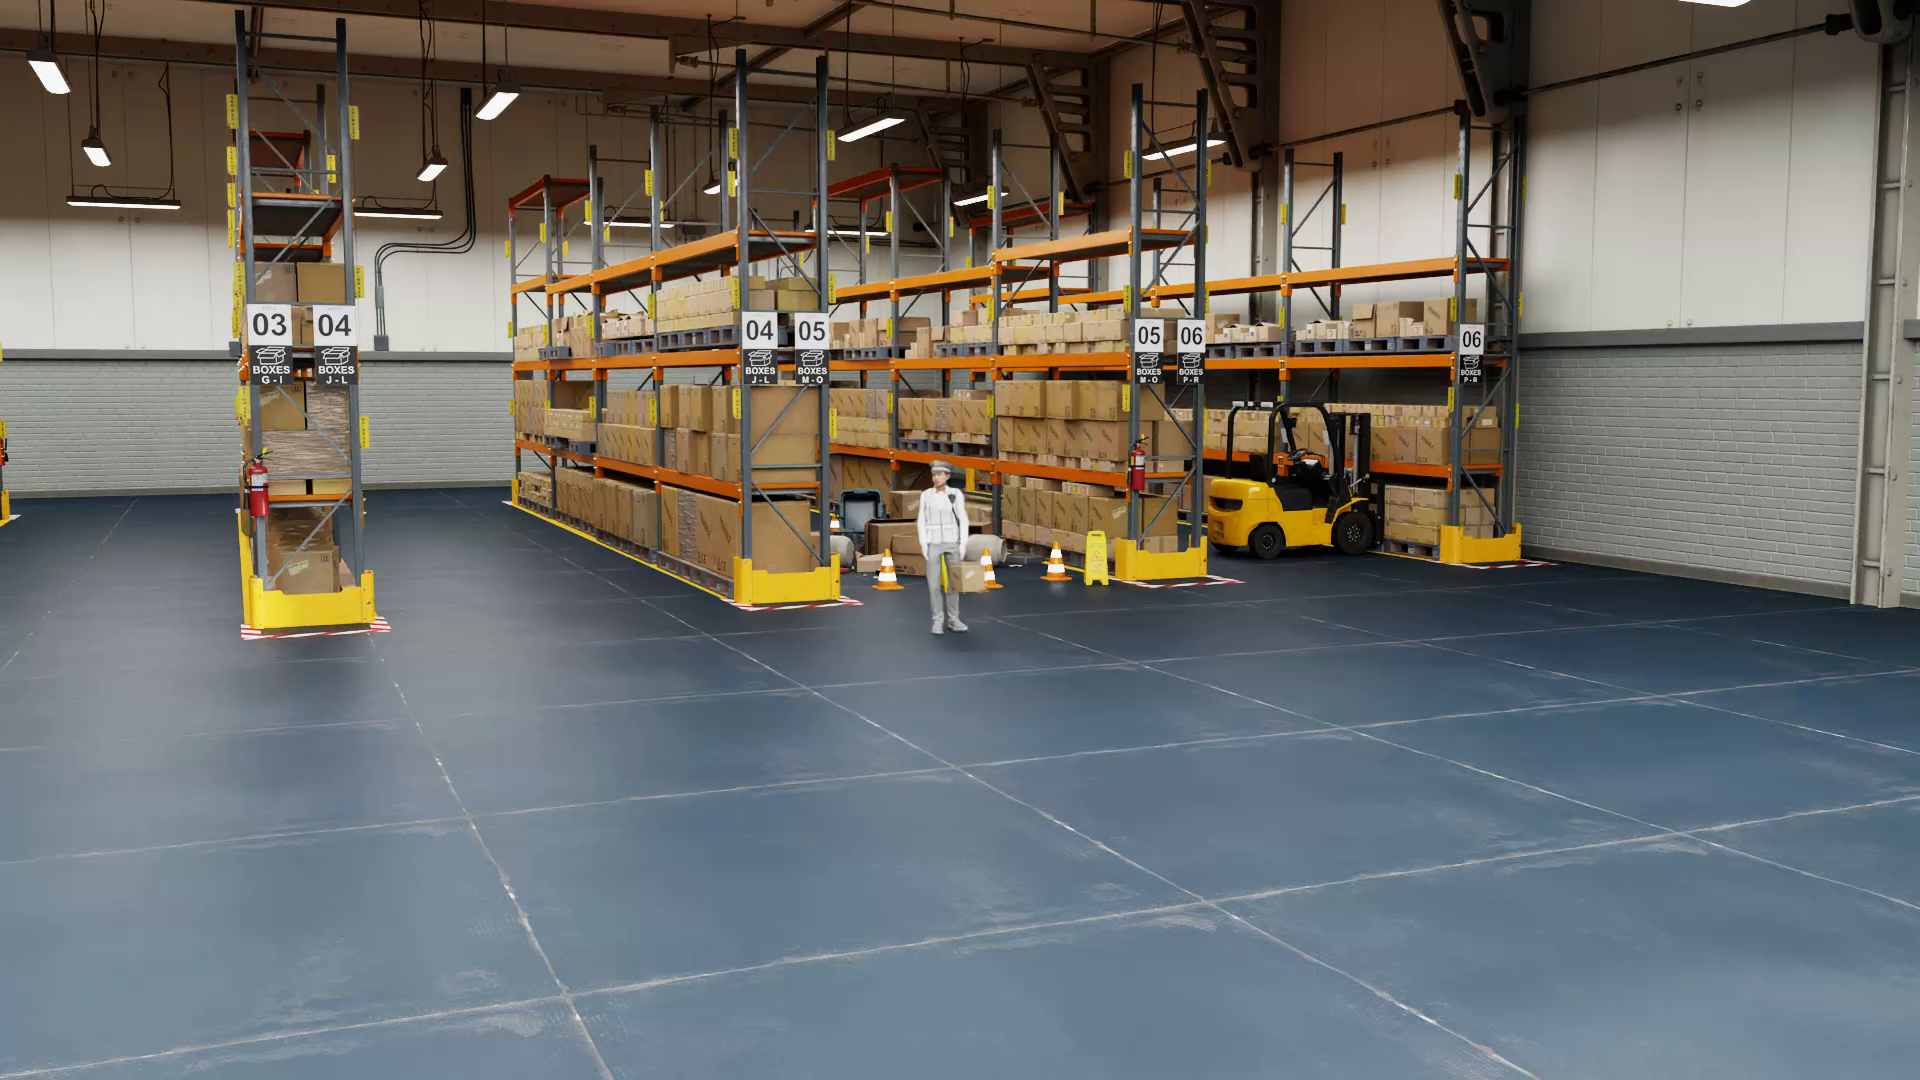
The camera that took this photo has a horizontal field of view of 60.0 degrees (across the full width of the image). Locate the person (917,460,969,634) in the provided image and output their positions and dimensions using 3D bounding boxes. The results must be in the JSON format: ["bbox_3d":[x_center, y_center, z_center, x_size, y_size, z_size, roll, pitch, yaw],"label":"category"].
[{"bbox_3d":[-0.164,0.057,16.237,0.511,1.688,0.412,0,6,2],"label":"person"}]
